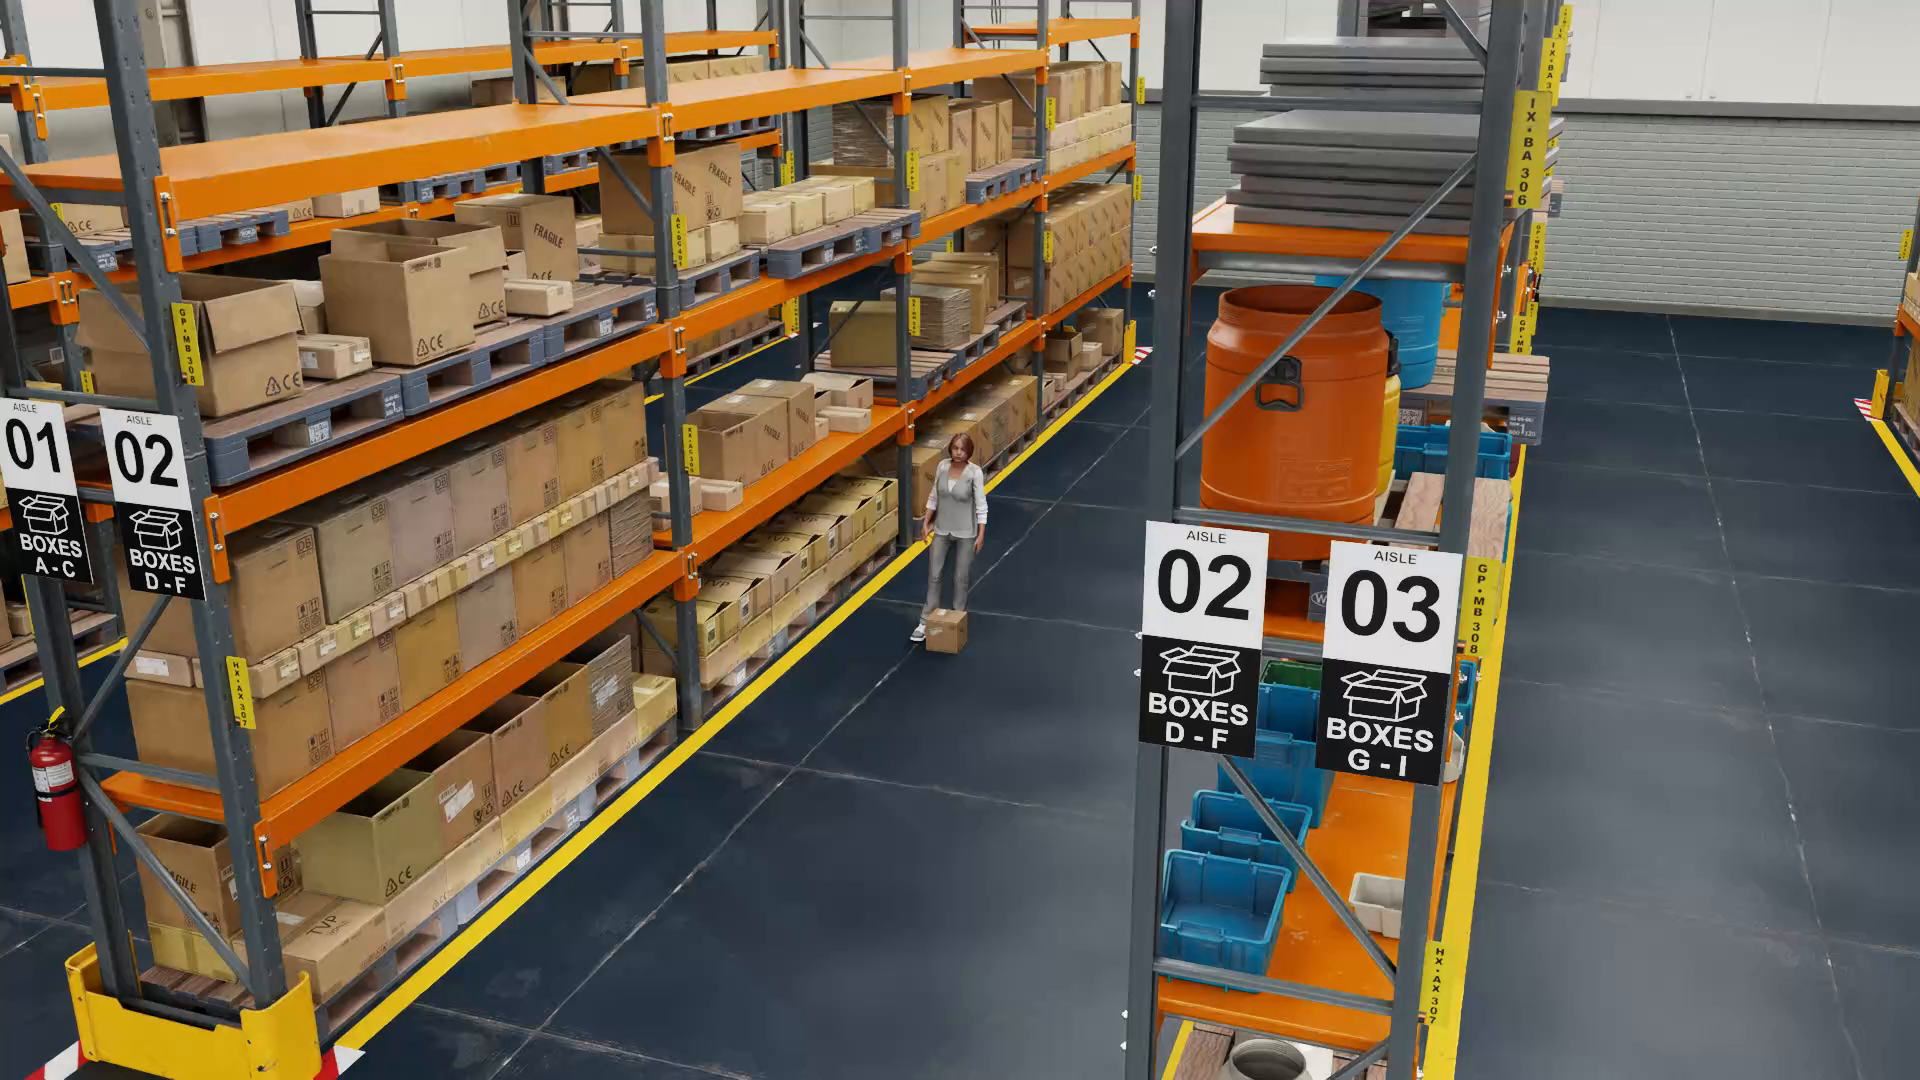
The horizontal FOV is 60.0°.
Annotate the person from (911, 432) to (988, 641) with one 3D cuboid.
[{"bbox_3d":[-0.072,-0.014,12.591,0.521,1.600,0.472,7,20,19],"label":"person"}]
